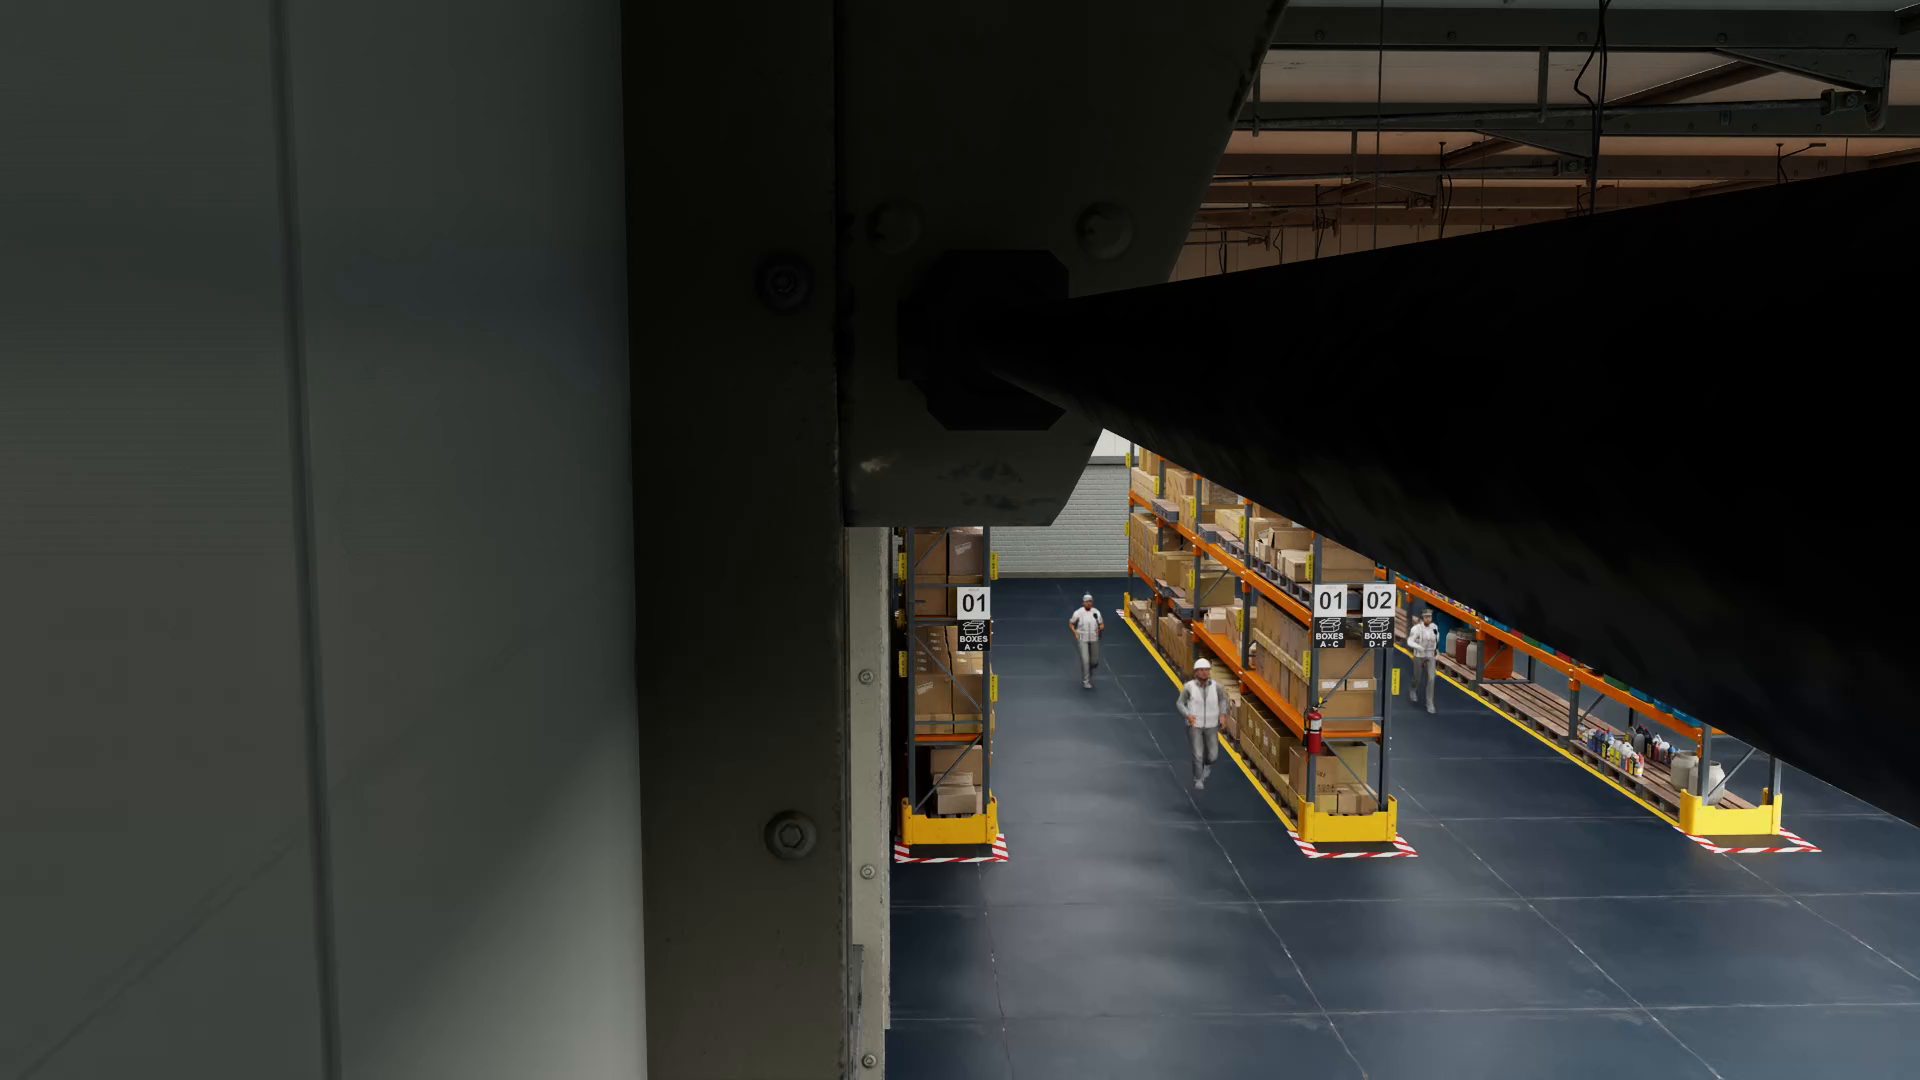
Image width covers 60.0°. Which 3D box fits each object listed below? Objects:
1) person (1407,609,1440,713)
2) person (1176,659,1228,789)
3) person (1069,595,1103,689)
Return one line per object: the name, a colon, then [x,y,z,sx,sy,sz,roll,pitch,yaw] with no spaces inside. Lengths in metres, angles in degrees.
person: [7.709,1.952,27.659,0.585,1.689,0.934,0,7,1]
person: [3.181,2.405,21.807,0.706,1.729,0.609,-1,7,-4]
person: [2.240,1.770,29.377,0.615,1.624,0.707,-1,7,-8]
